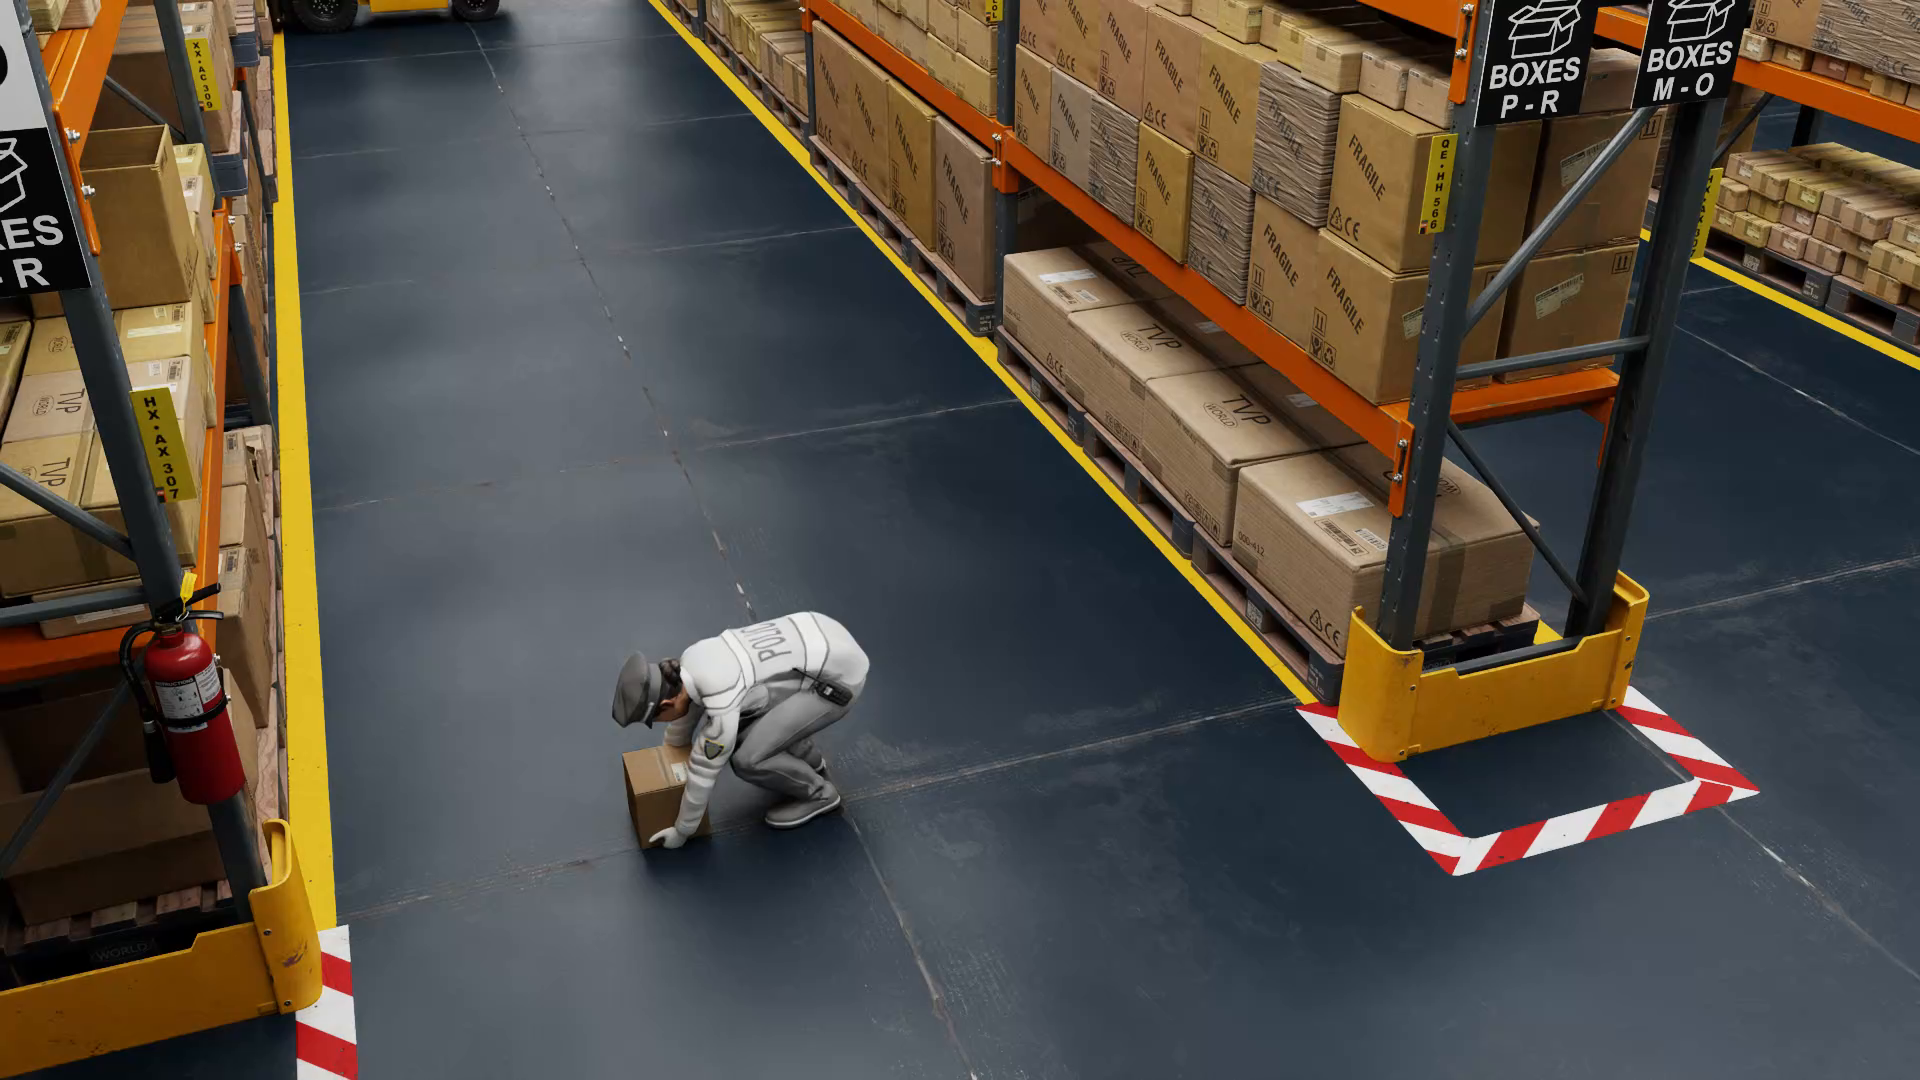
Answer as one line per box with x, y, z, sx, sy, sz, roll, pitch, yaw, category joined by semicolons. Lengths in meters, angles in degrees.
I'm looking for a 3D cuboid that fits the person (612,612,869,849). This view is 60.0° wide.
-0.770;0.658;5.923;0.915;0.762;0.456;-11;32;-19;person
